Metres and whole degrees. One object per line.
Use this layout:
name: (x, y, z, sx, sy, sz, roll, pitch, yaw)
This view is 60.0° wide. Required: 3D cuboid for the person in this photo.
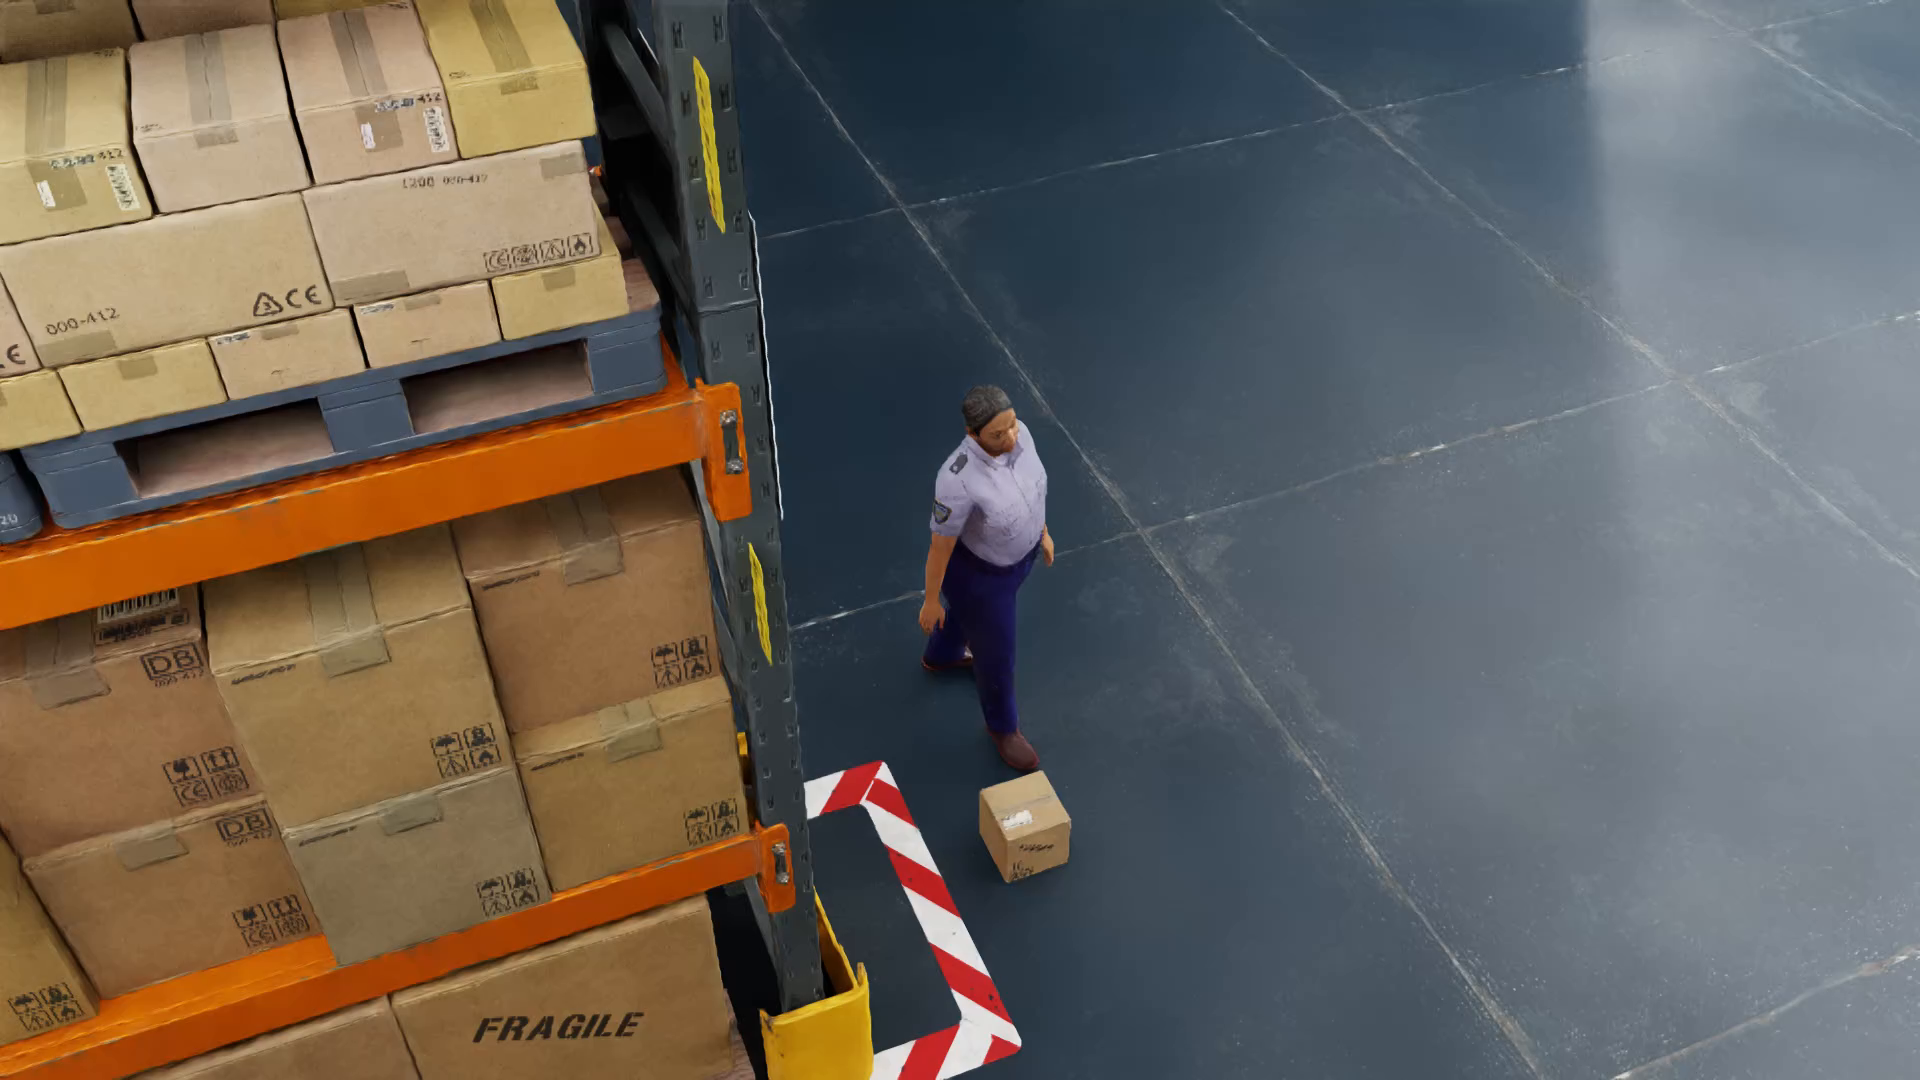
person: (0.083, 0.085, 6.081, 0.657, 1.636, 0.624, 22, 47, 23)
